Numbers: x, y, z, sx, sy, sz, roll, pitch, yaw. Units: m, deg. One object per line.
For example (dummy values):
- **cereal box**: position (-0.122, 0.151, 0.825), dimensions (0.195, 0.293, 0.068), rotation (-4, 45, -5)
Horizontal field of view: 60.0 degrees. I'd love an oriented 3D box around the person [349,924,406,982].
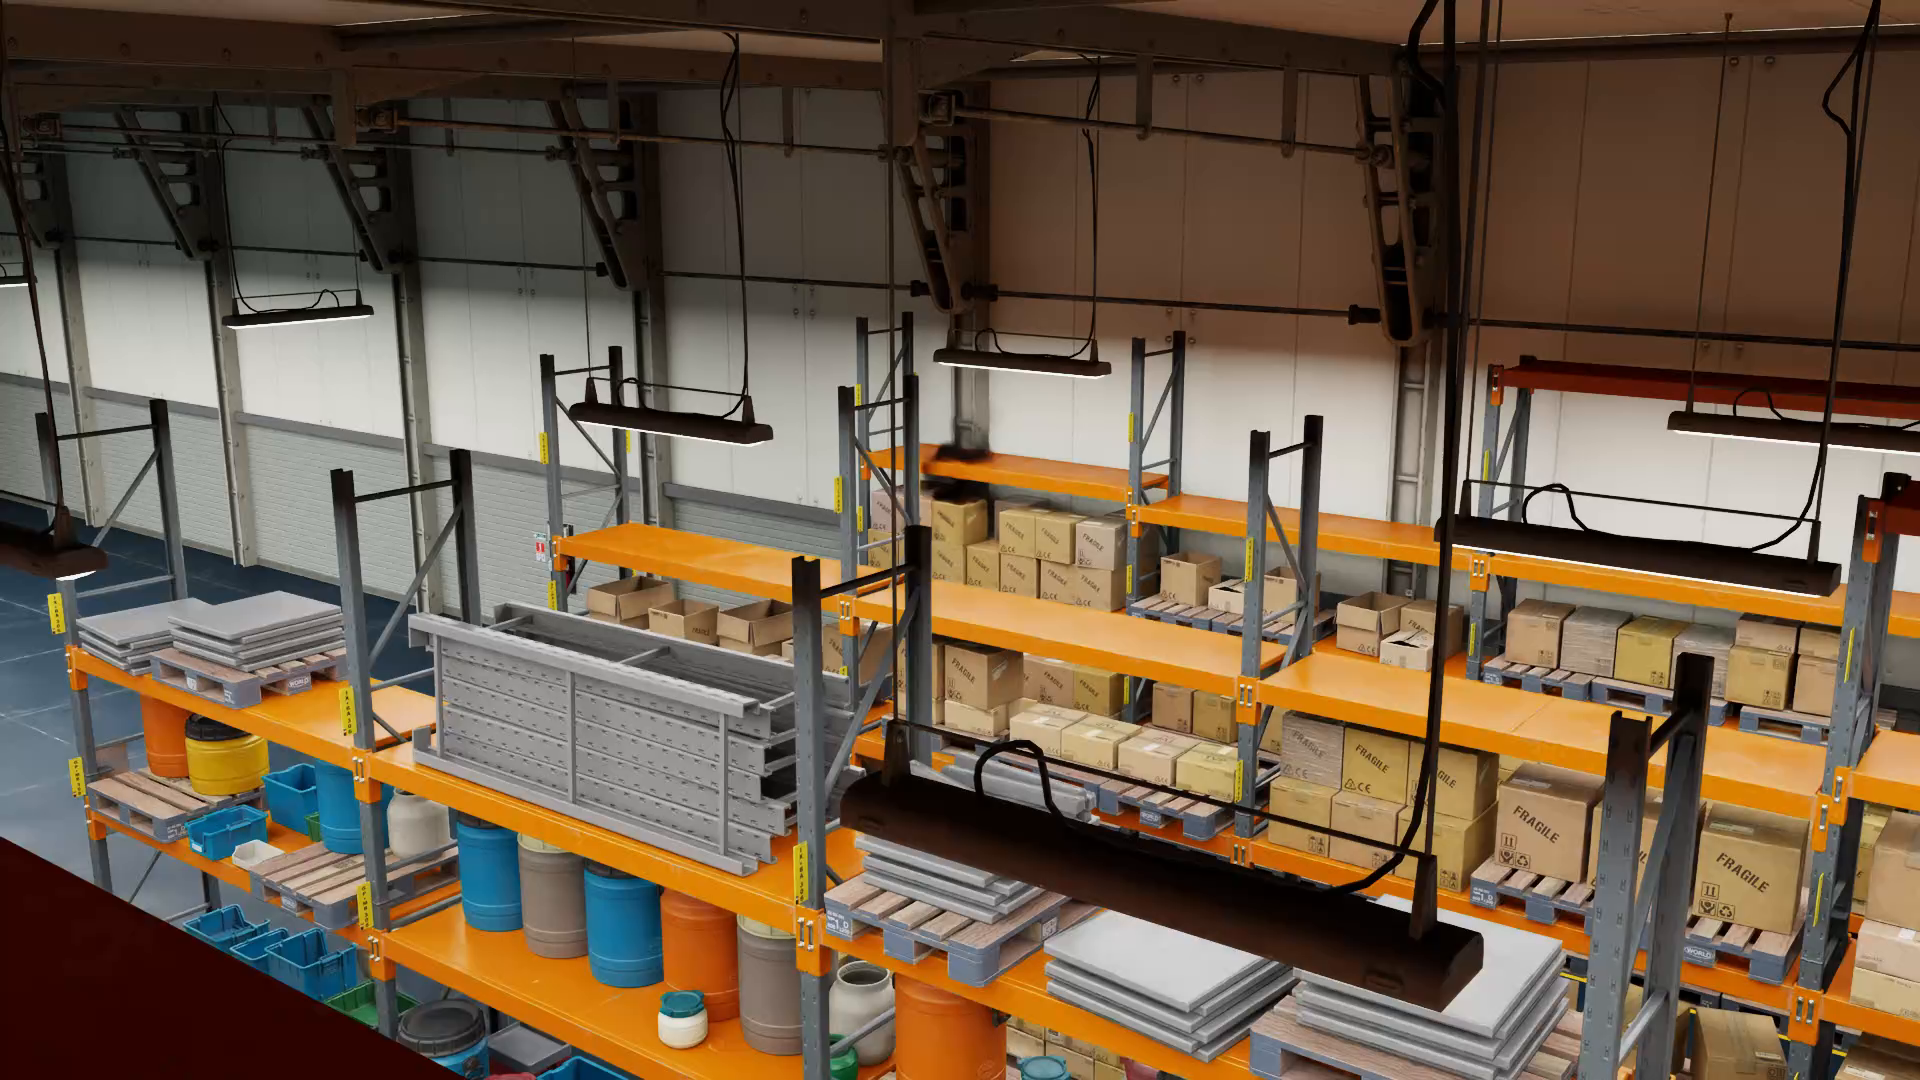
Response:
- **person**: position (-5.411, 3.724, 15.344), dimensions (0.921, 1.802, 0.709), rotation (9, 16, 33)
